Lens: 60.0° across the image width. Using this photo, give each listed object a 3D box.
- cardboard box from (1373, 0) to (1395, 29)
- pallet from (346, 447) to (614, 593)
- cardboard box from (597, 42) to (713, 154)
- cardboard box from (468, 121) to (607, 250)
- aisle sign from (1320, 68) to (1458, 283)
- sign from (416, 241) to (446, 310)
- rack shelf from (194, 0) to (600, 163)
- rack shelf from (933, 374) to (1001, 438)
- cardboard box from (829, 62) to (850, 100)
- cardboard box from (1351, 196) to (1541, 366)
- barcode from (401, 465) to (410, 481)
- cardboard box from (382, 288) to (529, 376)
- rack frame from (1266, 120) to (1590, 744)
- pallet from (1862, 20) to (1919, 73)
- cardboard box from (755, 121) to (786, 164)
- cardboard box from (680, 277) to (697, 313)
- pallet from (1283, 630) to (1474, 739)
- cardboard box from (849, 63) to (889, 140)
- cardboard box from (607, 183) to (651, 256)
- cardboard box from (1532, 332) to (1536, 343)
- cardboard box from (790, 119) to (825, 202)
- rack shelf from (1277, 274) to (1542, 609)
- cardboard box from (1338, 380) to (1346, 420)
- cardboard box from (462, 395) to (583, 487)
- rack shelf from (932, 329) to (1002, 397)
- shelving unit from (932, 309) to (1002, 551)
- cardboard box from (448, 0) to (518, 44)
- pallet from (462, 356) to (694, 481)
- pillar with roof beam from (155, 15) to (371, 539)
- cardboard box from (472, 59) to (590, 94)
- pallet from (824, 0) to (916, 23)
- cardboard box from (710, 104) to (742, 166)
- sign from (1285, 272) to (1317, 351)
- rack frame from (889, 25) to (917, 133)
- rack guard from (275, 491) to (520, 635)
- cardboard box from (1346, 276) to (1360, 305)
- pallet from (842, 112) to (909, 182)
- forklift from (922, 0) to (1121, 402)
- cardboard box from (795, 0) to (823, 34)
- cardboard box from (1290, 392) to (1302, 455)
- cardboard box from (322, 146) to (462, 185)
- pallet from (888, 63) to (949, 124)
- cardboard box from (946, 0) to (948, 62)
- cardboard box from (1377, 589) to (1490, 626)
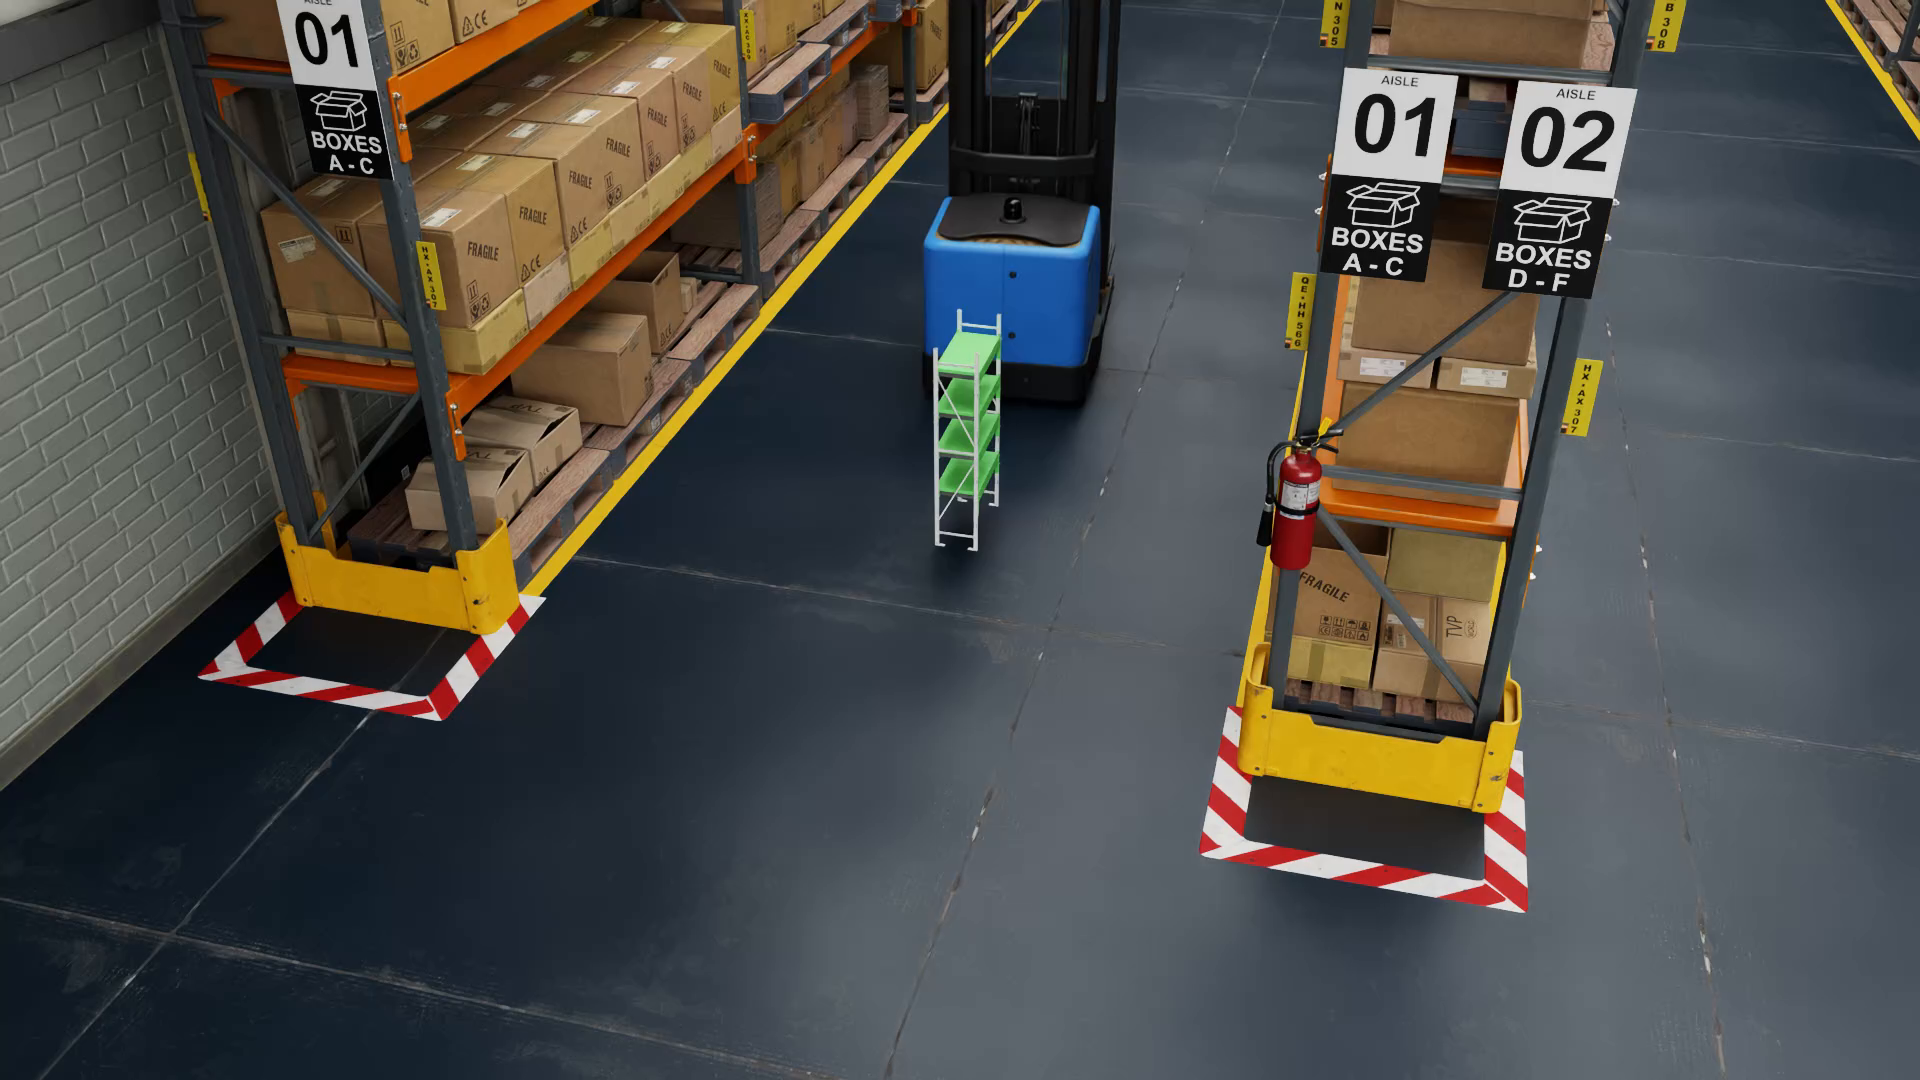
[{"bbox_3d":[1.908,-2.303,6.898,0.500,0.250,0.500,8,33,12],"label":"cardboard box"},{"bbox_3d":[-2.662,-0.183,9.340,1.003,0.211,1.213,8,33,12],"label":"pallet"},{"bbox_3d":[-1.848,-2.693,10.113,0.500,0.500,0.500,8,33,12],"label":"cardboard box"},{"bbox_3d":[-2.237,-1.894,8.855,0.500,0.500,0.500,7,33,11],"label":"cardboard box"},{"bbox_3d":[1.570,-1.334,6.129,0.394,0.787,0.004,8,33,12],"label":"aisle sign"},{"bbox_3d":[-2.397,-1.195,7.526,0.100,0.325,0.005,8,33,12],"label":"sign"},{"bbox_3d":[-2.414,-2.903,8.895,1.077,0.370,4.000,8,33,12],"label":"rack shelf"},{"bbox_3d":[0.042,-0.741,8.969,0.258,0.148,0.480,8,33,12],"label":"rack shelf"},{"bbox_3d":[-1.229,-3.834,13.706,0.500,0.250,0.500,9,33,13],"label":"cardboard box"},{"bbox_3d":[2.015,-1.088,6.863,0.700,0.500,0.500,8,33,13],"label":"cardboard box"},{"bbox_3d":[-3.041,-0.369,9.121,0.001,0.075,0.075,8,33,12],"label":"barcode"},{"bbox_3d":[-2.491,-1.058,8.240,0.500,0.250,0.500,7,33,11],"label":"cardboard box"},{"bbox_3d":[1.871,-0.231,6.817,1.000,3.000,0.127,8,33,12],"label":"rack frame"},{"bbox_3d":[9.856,-4.991,16.905,1.003,0.211,1.213,8,33,12],"label":"pallet"},{"bbox_3d":[-1.627,-3.039,12.456,0.500,0.250,0.500,7,33,11],"label":"cardboard box"},{"bbox_3d":[-2.013,-1.687,11.339,0.380,0.166,0.250,4,33,6],"label":"cardboard box"},{"bbox_3d":[2.024,0.544,8.198,1.003,0.211,1.213,8,33,12],"label":"pallet"},{"bbox_3d":[-1.024,-3.805,14.359,0.700,0.500,0.500,8,33,13],"label":"cardboard box"},{"bbox_3d":[-2.107,-1.855,9.493,0.500,0.250,0.500,8,33,13],"label":"cardboard box"},{"bbox_3d":[2.243,-0.858,7.106,0.380,0.149,0.250,7,33,11],"label":"cardboard box"},{"bbox_3d":[-1.485,-3.028,13.137,0.700,0.500,0.500,8,33,13],"label":"cardboard box"},{"bbox_3d":[2.378,-0.965,8.642,1.077,0.370,4.000,8,33,12],"label":"rack shelf"},{"bbox_3d":[2.130,-0.786,7.598,0.700,0.500,0.500,9,34,14],"label":"cardboard box"},{"bbox_3d":[-2.514,-0.597,9.489,0.500,0.311,0.500,11,34,16],"label":"cardboard box"},{"bbox_3d":[0.042,-0.943,8.840,0.258,0.148,0.480,8,33,12],"label":"rack shelf"},{"bbox_3d":[0.042,-0.592,9.063,0.258,1.200,0.503,8,33,12],"label":"shelving unit"},{"bbox_3d":[-2.424,-2.633,7.688,0.500,0.500,0.500,10,34,16],"label":"cardboard box"},{"bbox_3d":[-2.350,-0.814,10.333,1.003,0.211,1.213,8,33,12],"label":"pallet"},{"bbox_3d":[0.583,-3.330,6.100,9.100,9.000,0.400,8,33,12],"label":"pillar with roof beam"},{"bbox_3d":[-2.495,-2.499,9.807,0.500,0.500,0.500,9,34,14],"label":"cardboard box"},{"bbox_3d":[-0.969,-4.589,13.852,1.213,0.211,1.003,8,33,12],"label":"pallet"},{"bbox_3d":[-1.734,-2.637,10.723,0.500,0.250,0.500,8,33,12],"label":"cardboard box"},{"bbox_3d":[1.350,-0.900,6.570,0.100,0.325,0.005,8,33,12],"label":"sign"},{"bbox_3d":[-0.891,-5.055,14.405,1.000,3.000,0.127,8,33,12],"label":"rack frame"},{"bbox_3d":[-2.902,0.112,8.607,1.175,0.500,0.348,8,33,12],"label":"rack guard"},{"bbox_3d":[1.913,-1.039,7.391,0.380,0.149,0.250,8,33,12],"label":"cardboard box"},{"bbox_3d":[-1.091,-3.472,14.515,1.003,0.211,1.213,8,33,12],"label":"pallet"},{"bbox_3d":[0.509,-2.887,11.060,1.130,2.935,3.031,5,33,8],"label":"forklift"},{"bbox_3d":[-1.459,-4.101,12.402,0.700,0.500,0.500,13,35,19],"label":"cardboard box"},{"bbox_3d":[1.959,-0.404,8.561,0.500,0.500,0.500,8,33,12],"label":"cardboard box"},{"bbox_3d":[-2.870,-1.698,8.547,0.500,0.500,0.500,8,33,13],"label":"cardboard box"},{"bbox_3d":[-0.618,-4.277,15.780,1.003,0.211,1.213,8,33,12],"label":"pallet"},{"bbox_3d":[-0.349,-5.142,16.155,0.750,0.750,0.750,8,33,12],"label":"cardboard box"},{"bbox_3d":[2.345,0.245,8.241,0.500,0.250,0.500,8,33,12],"label":"cardboard box"}]
